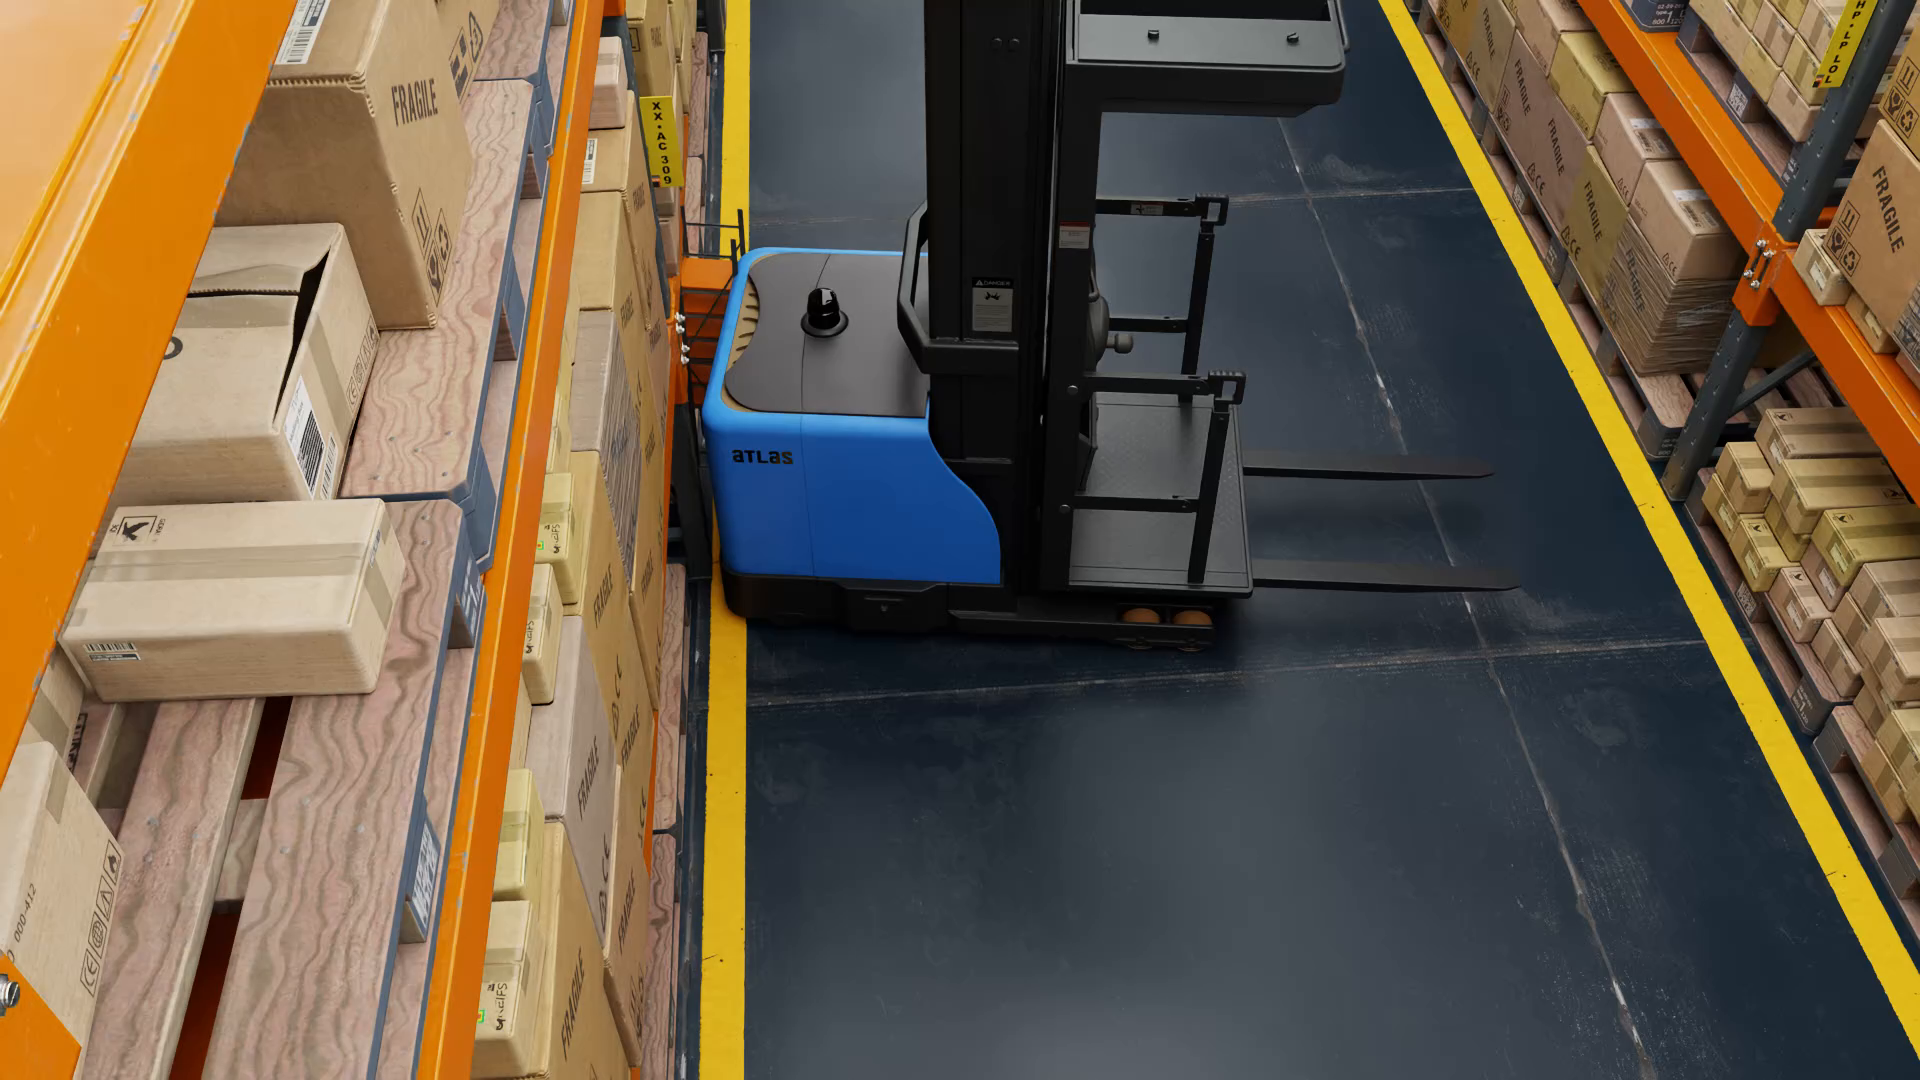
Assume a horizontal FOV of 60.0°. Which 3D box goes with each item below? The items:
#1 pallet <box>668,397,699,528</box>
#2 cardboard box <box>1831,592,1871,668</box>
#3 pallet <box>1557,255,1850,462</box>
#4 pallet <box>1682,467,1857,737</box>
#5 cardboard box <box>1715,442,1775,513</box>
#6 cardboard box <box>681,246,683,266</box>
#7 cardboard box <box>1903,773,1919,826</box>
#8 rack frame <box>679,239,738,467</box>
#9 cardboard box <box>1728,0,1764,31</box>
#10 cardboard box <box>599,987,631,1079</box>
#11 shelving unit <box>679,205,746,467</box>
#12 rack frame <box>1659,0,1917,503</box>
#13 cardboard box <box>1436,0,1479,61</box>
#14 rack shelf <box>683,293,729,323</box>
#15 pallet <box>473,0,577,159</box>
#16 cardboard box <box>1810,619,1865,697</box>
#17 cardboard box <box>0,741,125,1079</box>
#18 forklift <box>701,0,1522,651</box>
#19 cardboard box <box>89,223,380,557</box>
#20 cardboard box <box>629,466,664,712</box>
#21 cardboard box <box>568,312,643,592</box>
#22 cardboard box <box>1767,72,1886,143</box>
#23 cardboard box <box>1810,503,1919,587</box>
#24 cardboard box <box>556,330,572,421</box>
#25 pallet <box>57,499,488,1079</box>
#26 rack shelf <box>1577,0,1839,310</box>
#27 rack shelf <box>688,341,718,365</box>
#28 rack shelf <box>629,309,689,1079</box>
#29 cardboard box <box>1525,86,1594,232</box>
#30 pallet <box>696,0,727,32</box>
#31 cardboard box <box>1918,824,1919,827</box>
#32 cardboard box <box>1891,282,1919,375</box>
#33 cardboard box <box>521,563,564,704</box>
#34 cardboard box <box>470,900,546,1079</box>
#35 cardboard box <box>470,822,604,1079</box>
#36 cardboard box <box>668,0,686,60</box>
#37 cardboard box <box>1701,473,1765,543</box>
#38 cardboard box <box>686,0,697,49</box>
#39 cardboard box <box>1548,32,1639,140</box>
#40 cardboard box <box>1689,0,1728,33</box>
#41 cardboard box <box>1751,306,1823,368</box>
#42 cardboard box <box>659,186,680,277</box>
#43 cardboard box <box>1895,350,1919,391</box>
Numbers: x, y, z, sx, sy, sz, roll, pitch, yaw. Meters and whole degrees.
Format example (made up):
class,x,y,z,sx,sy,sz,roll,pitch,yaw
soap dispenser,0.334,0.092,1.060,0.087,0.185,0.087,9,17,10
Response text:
class,x,y,z,sx,sy,sz,roll,pitch,yaw
pallet,-1.626,-0.481,7.060,1.003,0.211,1.213,-3,47,-3
cardboard box,3.336,0.303,5.867,0.380,0.149,0.250,-6,47,-5
pallet,3.371,-0.864,7.423,1.003,0.211,1.213,-3,47,-3
pallet,3.529,0.183,6.432,1.003,0.211,1.213,-3,47,-3
cardboard box,3.149,-0.245,6.385,0.380,0.149,0.250,-2,47,-1
cardboard box,-1.702,-1.397,7.181,0.875,0.875,0.875,-2,47,-2
cardboard box,3.289,0.869,5.330,0.380,0.149,0.250,-3,47,-3
rack frame,-0.968,-0.707,6.550,0.240,1.200,0.006,4,48,0
cardboard box,3.166,-2.066,6.320,0.380,0.149,0.250,-2,47,-2
cardboard box,-0.976,1.245,3.436,0.500,0.500,0.500,-4,47,-4
shelving unit,-0.963,-0.775,6.612,0.258,1.200,0.189,4,48,0
rack frame,3.438,-1.260,5.877,1.000,3.000,0.127,-3,47,-3
cardboard box,2.908,-2.912,8.874,0.500,0.500,0.500,-5,47,-5
rack shelf,-0.955,-0.906,6.467,0.258,0.103,0.180,4,48,0
pallet,-1.429,-1.294,3.905,1.003,0.211,1.213,-3,47,-3
cardboard box,3.314,0.409,5.971,0.380,0.149,0.250,-4,47,-4
cardboard box,-1.279,0.529,1.862,0.500,0.250,0.500,-7,47,-7
forklift,0.628,-0.983,5.662,3.031,2.935,1.130,2,47,2
cardboard box,-1.227,-0.258,2.565,0.500,0.311,0.500,-3,47,-3
cardboard box,-1.088,0.135,4.488,0.500,0.500,0.500,-4,47,-4
cardboard box,-1.086,-0.204,4.120,0.500,0.500,0.500,-3,47,-3
cardboard box,3.207,-1.593,6.077,0.380,0.149,0.250,-4,47,-4
cardboard box,3.294,0.016,5.933,0.380,0.149,0.250,-4,47,-4
cardboard box,-1.100,-0.355,3.816,0.380,0.149,0.250,-4,47,-4
pallet,-1.224,0.471,2.233,1.003,0.211,1.213,-3,47,-3
rack shelf,3.270,-2.460,7.509,1.077,0.370,4.000,-3,47,-3
rack shelf,-0.965,-0.745,6.644,0.258,0.103,0.180,4,48,0
rack shelf,-1.319,0.808,4.414,1.077,0.370,4.000,-3,47,-3
cardboard box,3.043,-1.808,7.828,0.500,0.500,0.500,-4,47,-4
pallet,-1.885,-3.387,9.812,1.003,0.211,1.213,-3,47,-3
cardboard box,3.395,0.981,5.430,0.380,0.149,0.250,-2,47,-2
cardboard box,3.276,-0.665,5.040,0.500,0.500,0.500,-3,47,-3
cardboard box,-1.000,0.194,3.296,0.380,0.149,0.250,-3,47,-3
cardboard box,-0.906,0.753,2.767,0.380,0.149,0.250,-2,47,-2
cardboard box,-0.958,0.892,3.082,0.500,0.500,0.500,-5,47,-4
cardboard box,-1.330,-2.084,6.417,0.500,0.250,0.500,-3,47,-3
cardboard box,3.148,-0.141,6.492,0.380,0.149,0.250,-5,47,-5
cardboard box,-1.365,-2.277,6.944,0.500,0.250,0.500,-4,47,-4
cardboard box,3.035,-2.080,7.570,0.500,0.250,0.500,-5,47,-5
cardboard box,3.145,-2.143,6.597,0.380,0.149,0.250,-6,47,-5
cardboard box,3.640,-1.096,7.154,0.500,0.500,0.500,-2,47,-2
cardboard box,-1.260,-1.169,5.894,0.500,0.250,0.500,-4,47,-4
cardboard box,3.305,-0.577,5.403,0.380,0.149,0.250,-5,47,-5
